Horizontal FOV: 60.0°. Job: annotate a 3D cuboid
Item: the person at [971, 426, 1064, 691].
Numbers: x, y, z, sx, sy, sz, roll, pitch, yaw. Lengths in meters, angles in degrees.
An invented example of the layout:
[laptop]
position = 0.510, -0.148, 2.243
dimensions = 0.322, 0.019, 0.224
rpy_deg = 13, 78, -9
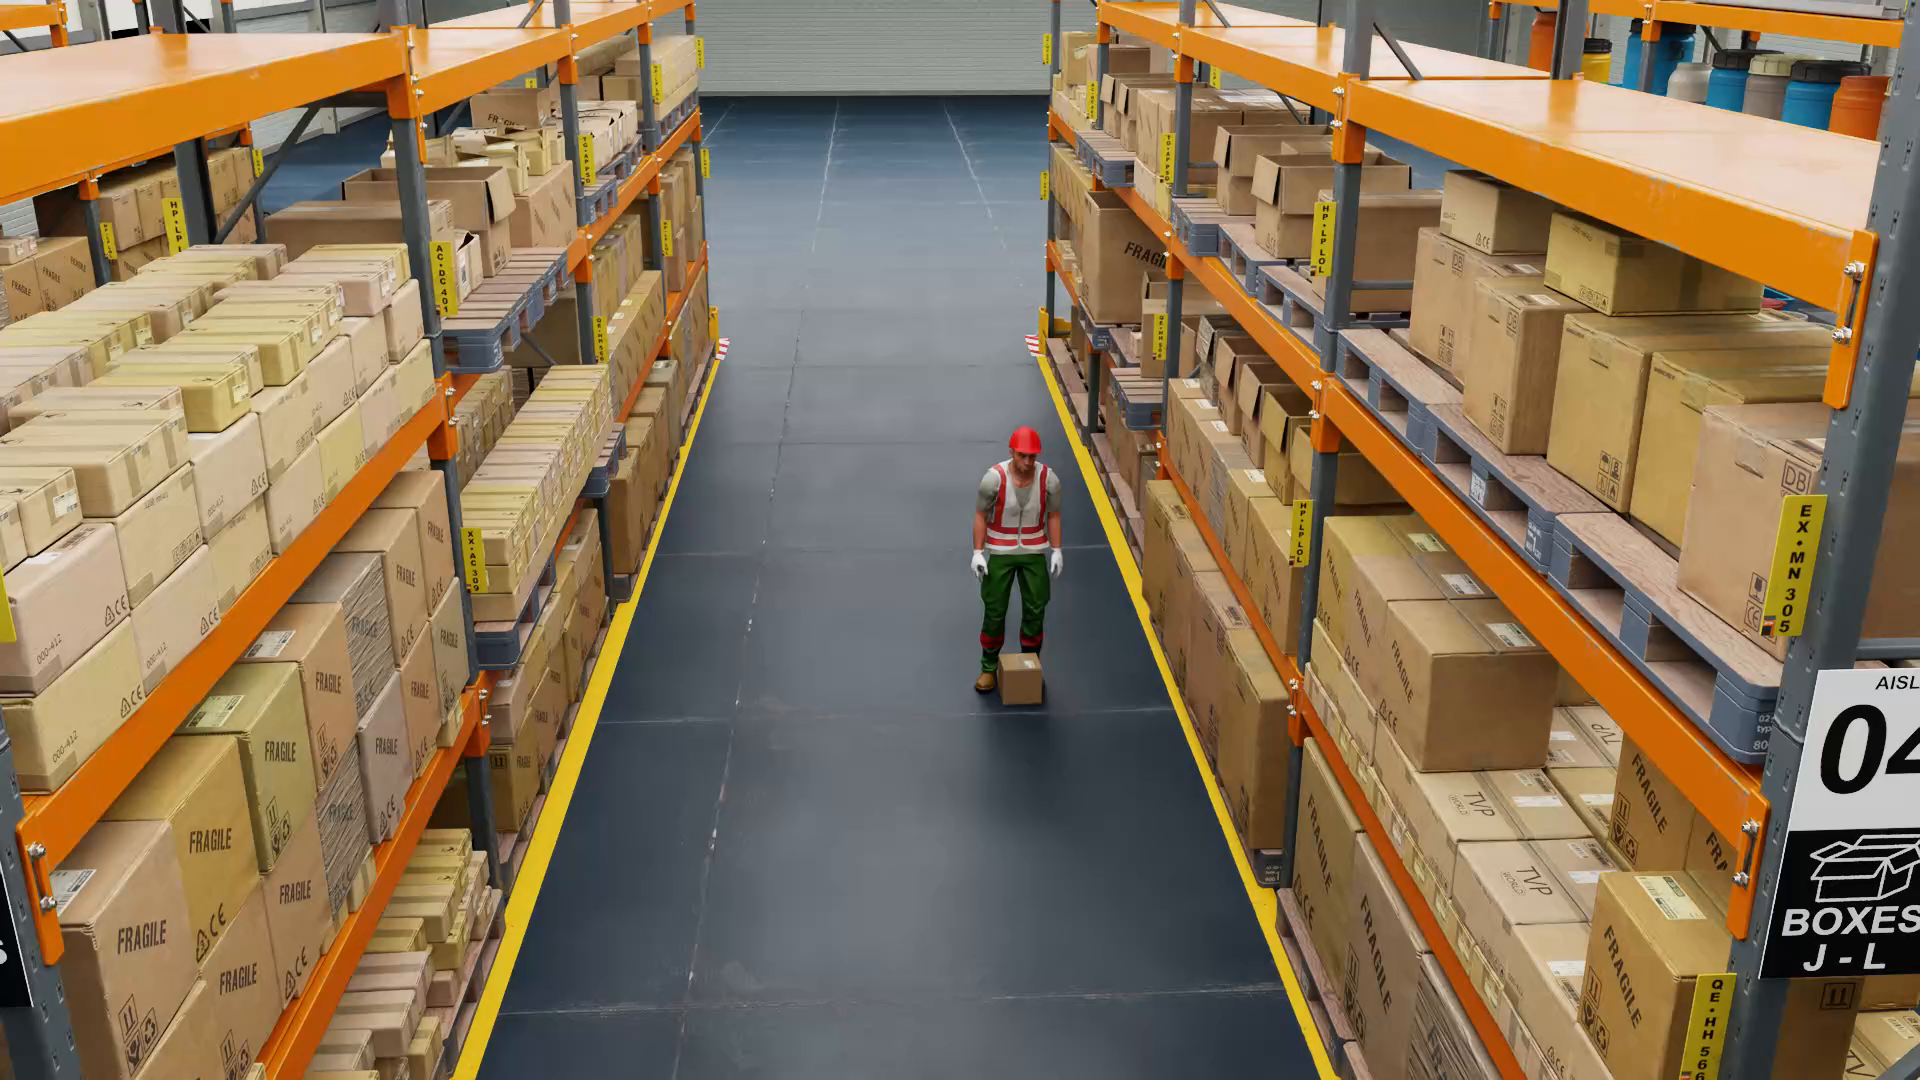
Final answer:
[person]
position = 0.374, 0.109, 10.759
dimensions = 0.611, 1.778, 0.451
rpy_deg = -2, 20, -6
